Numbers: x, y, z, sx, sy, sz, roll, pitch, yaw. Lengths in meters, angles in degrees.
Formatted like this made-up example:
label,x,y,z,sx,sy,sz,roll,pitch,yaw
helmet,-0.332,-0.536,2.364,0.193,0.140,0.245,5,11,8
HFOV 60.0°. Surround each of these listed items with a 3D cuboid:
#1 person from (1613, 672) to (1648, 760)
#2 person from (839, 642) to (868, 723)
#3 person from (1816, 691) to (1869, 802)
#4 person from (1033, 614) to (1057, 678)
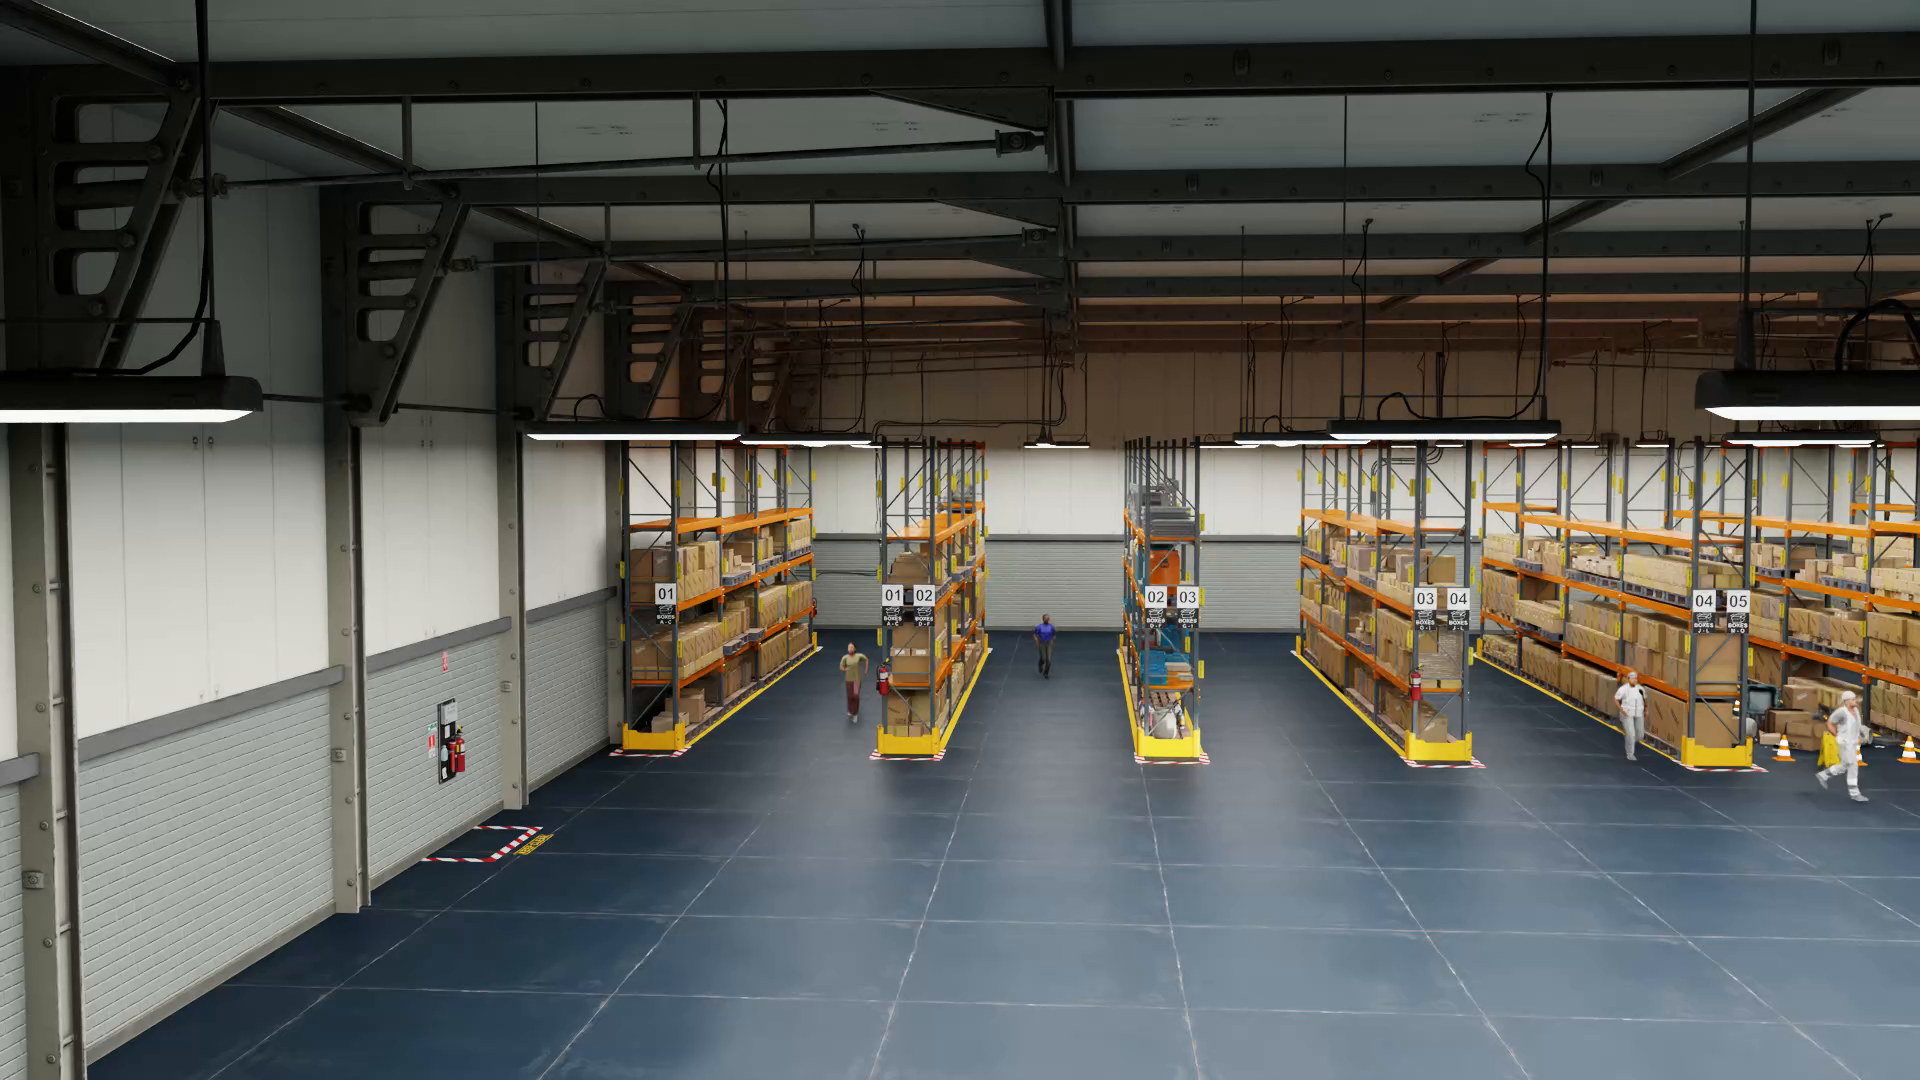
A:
label,x,y,z,sx,sy,sz,roll,pitch,yaw
person,12.484,3.254,30.956,0.646,1.622,0.630,0,3,-2
person,-2.251,3.003,35.274,0.581,1.697,0.857,0,3,5
person,14.521,3.352,27.326,0.628,1.779,0.907,-2,4,-33
person,2.161,2.681,41.956,0.583,1.614,0.557,0,3,-8
